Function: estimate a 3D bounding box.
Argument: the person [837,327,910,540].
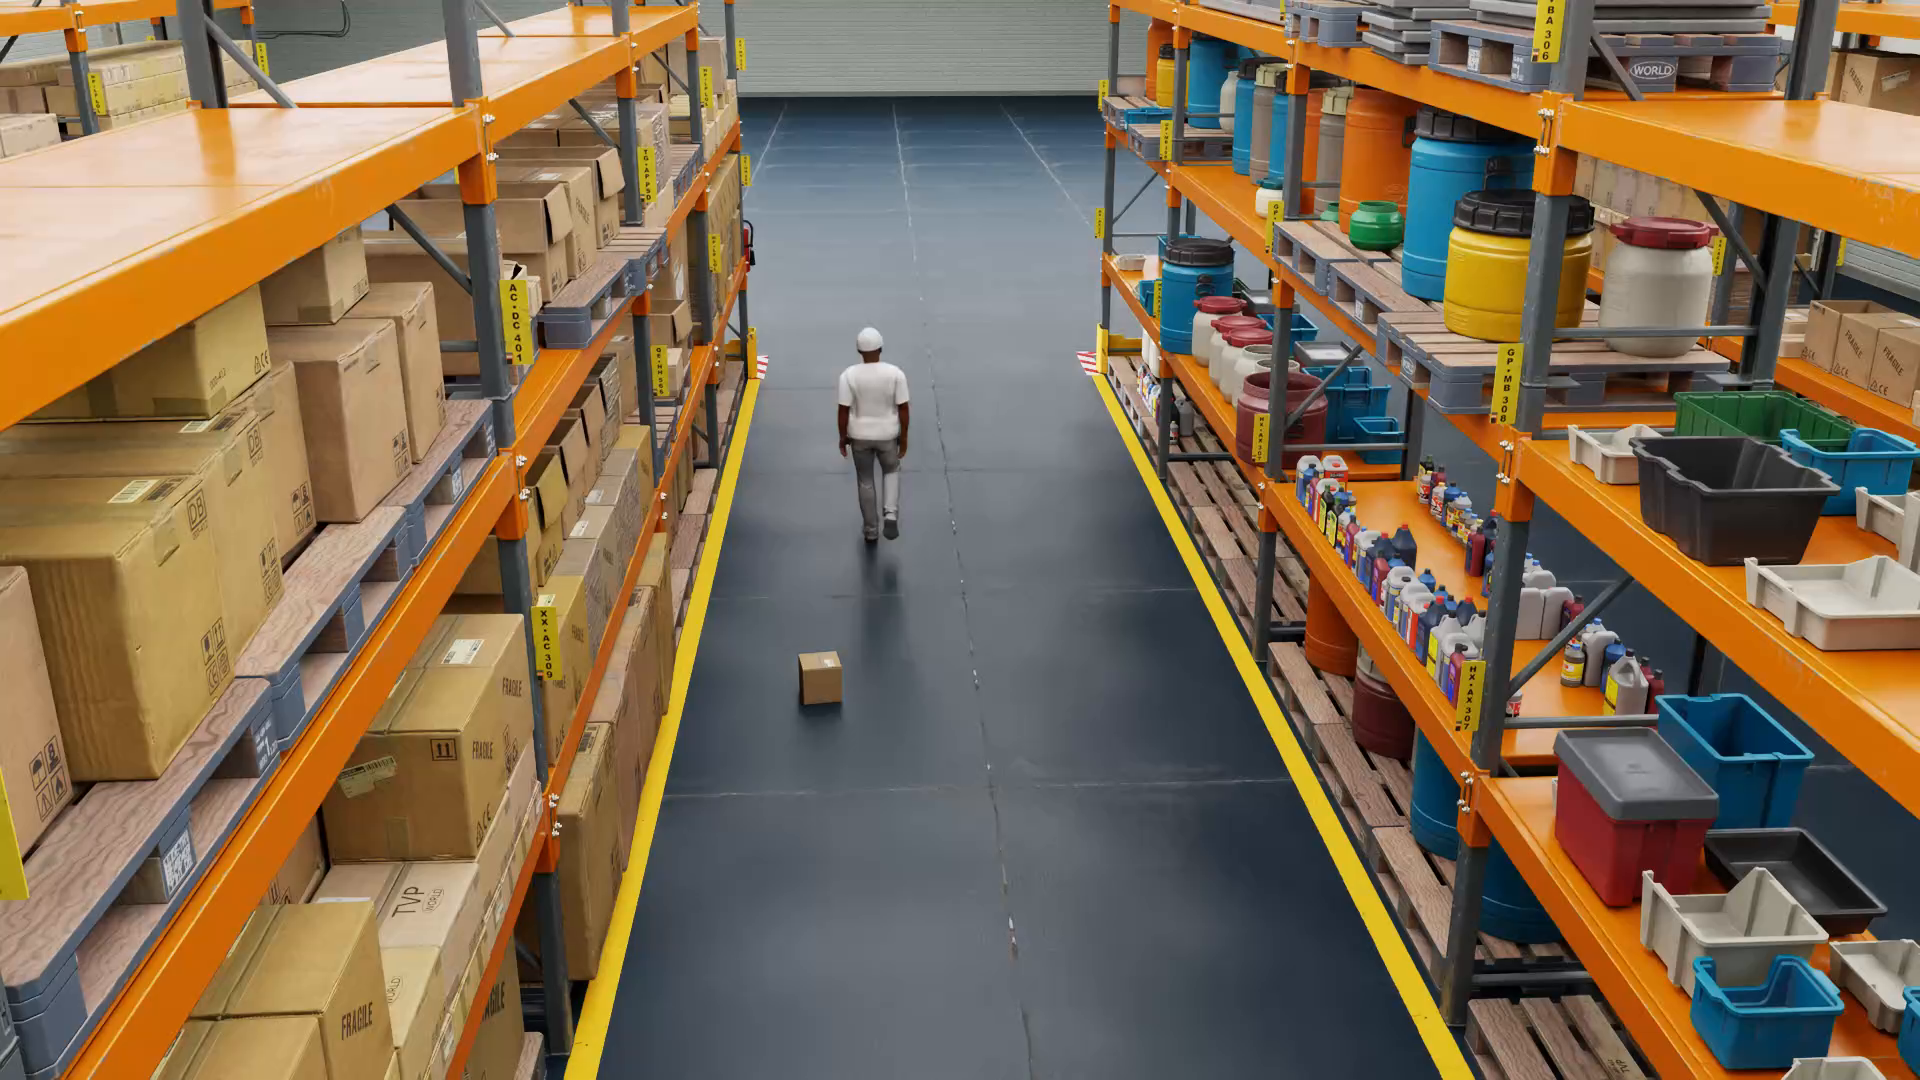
[{"bbox_3d":[-0.685,-0.833,13.237,0.567,1.756,0.540,-2,20,-4],"label":"person"}]
